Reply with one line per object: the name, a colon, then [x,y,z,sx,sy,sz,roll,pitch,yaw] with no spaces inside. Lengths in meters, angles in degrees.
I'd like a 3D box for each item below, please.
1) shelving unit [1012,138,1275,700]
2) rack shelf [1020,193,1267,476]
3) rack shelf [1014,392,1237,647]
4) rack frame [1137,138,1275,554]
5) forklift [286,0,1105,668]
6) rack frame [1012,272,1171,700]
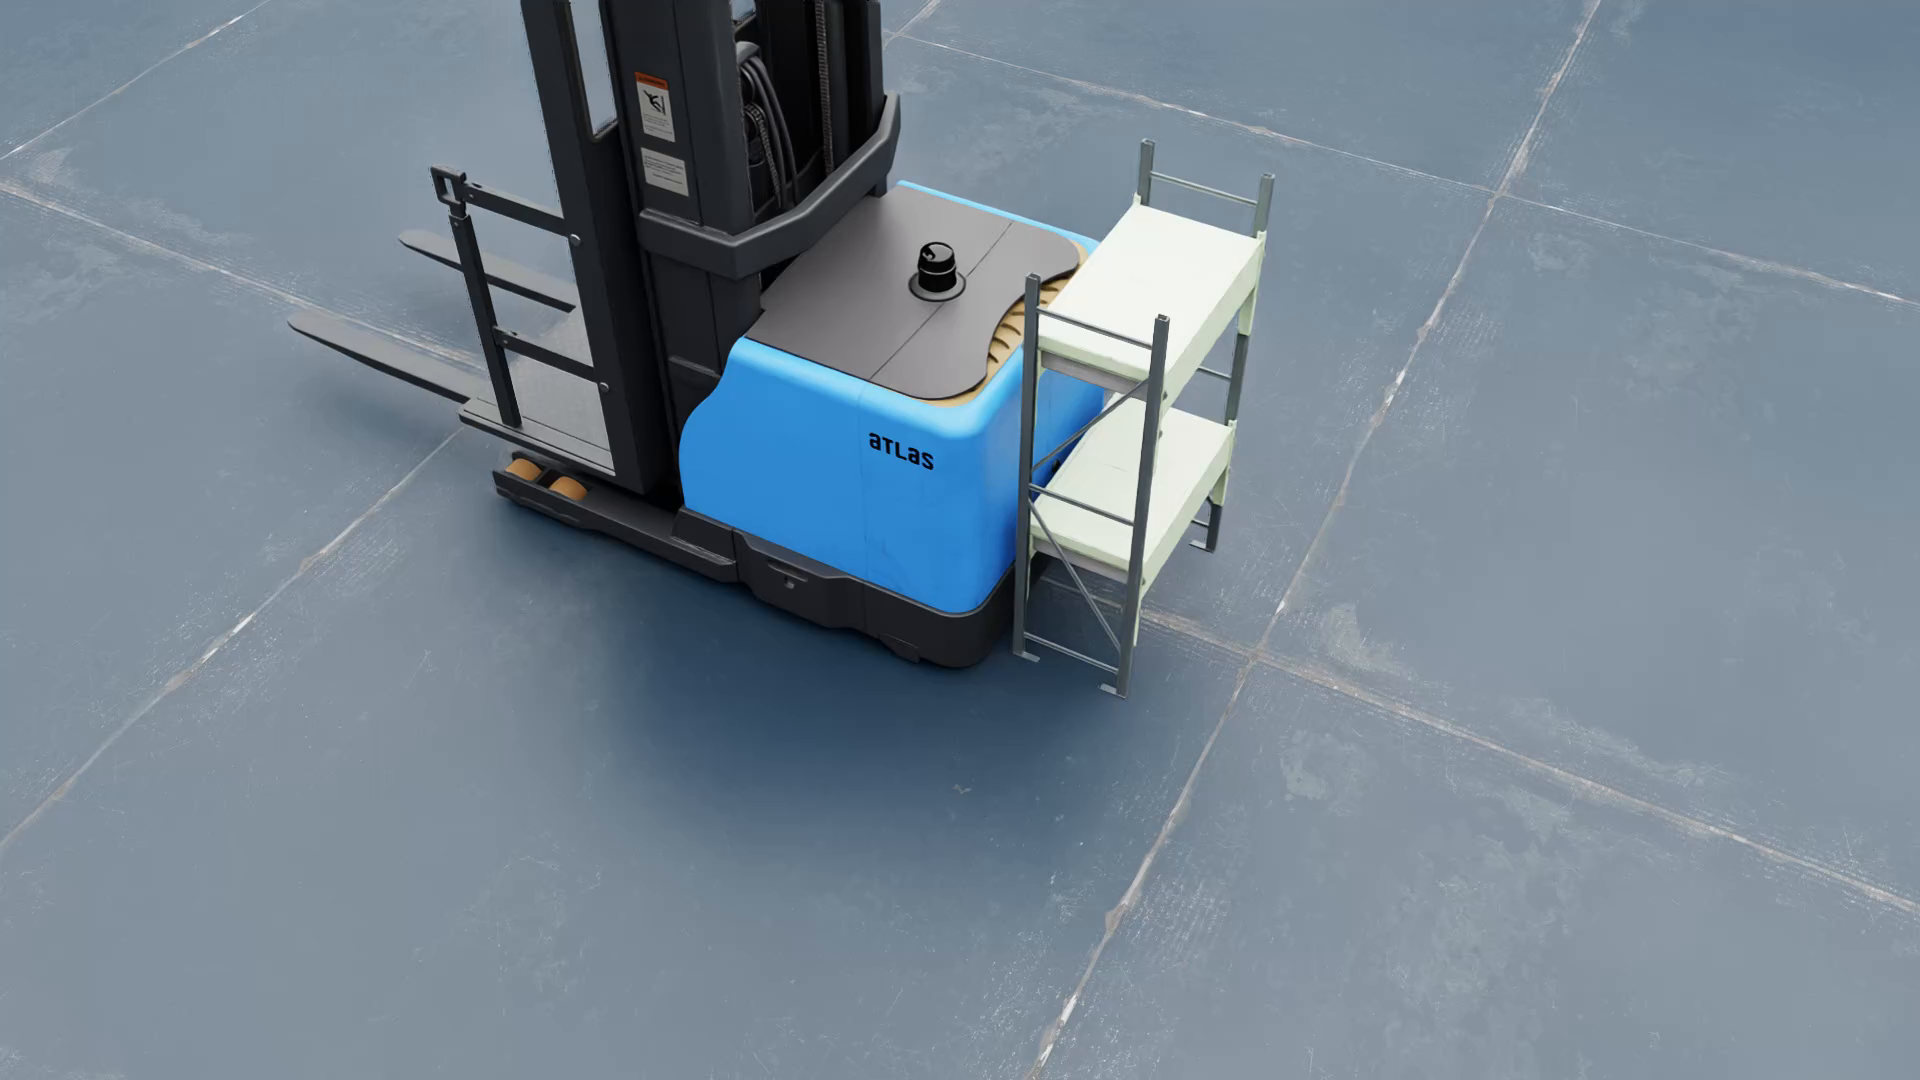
shelving unit: [0.526,-0.326,5.017,0.431,1.500,0.755,21,49,20]
rack shelf: [0.526,-0.600,4.740,0.431,0.370,0.720,21,49,20]
rack shelf: [0.526,-0.097,5.249,0.431,0.370,0.720,21,49,20]
rack frame: [0.701,-0.554,5.243,0.400,1.500,0.023,21,49,20]
forklift: [-1.048,-1.392,5.065,3.031,2.935,1.130,21,49,20]
rack frame: [0.351,-0.097,4.791,0.400,1.500,0.023,21,49,20]
